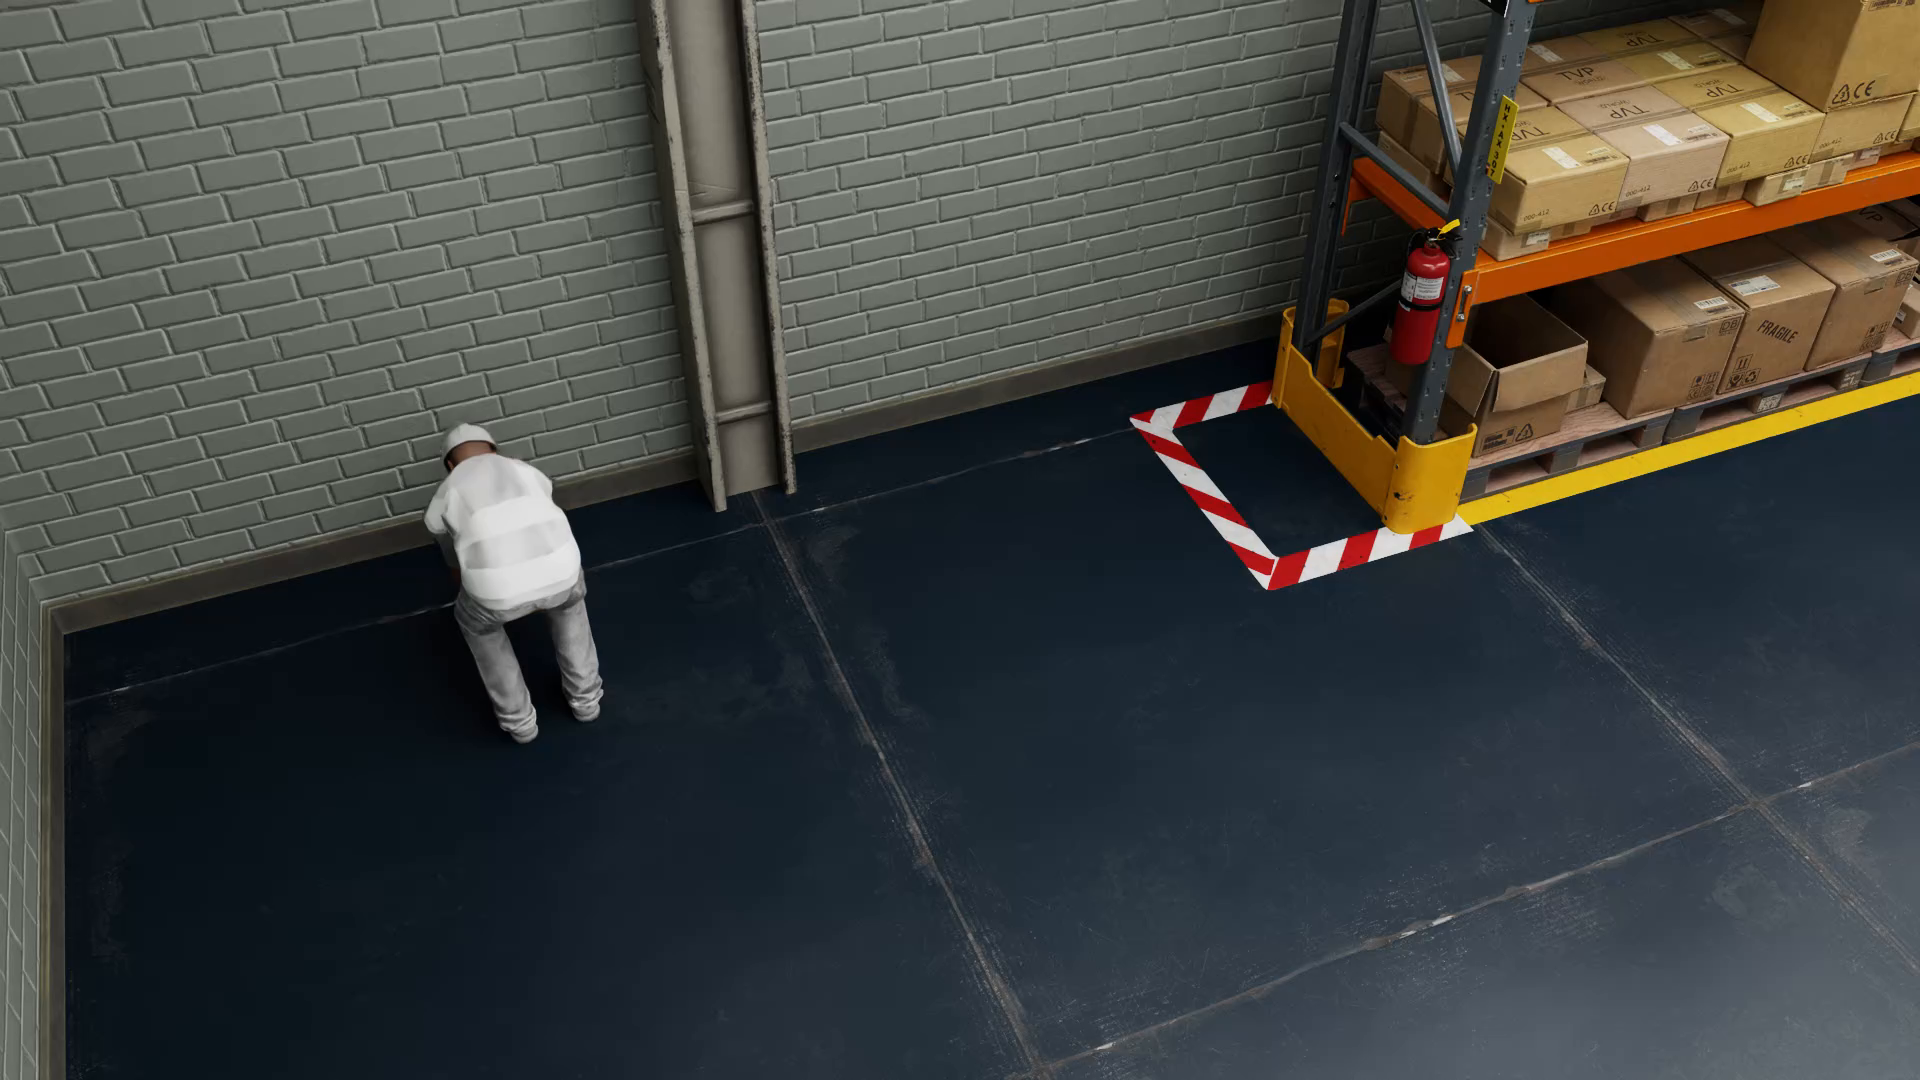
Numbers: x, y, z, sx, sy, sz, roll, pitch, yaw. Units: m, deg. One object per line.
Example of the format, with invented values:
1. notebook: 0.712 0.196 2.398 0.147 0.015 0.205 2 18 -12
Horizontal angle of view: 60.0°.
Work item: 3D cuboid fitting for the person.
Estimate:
1. person: -1.666 0.037 6.110 0.618 1.772 0.451 -20 45 -22
